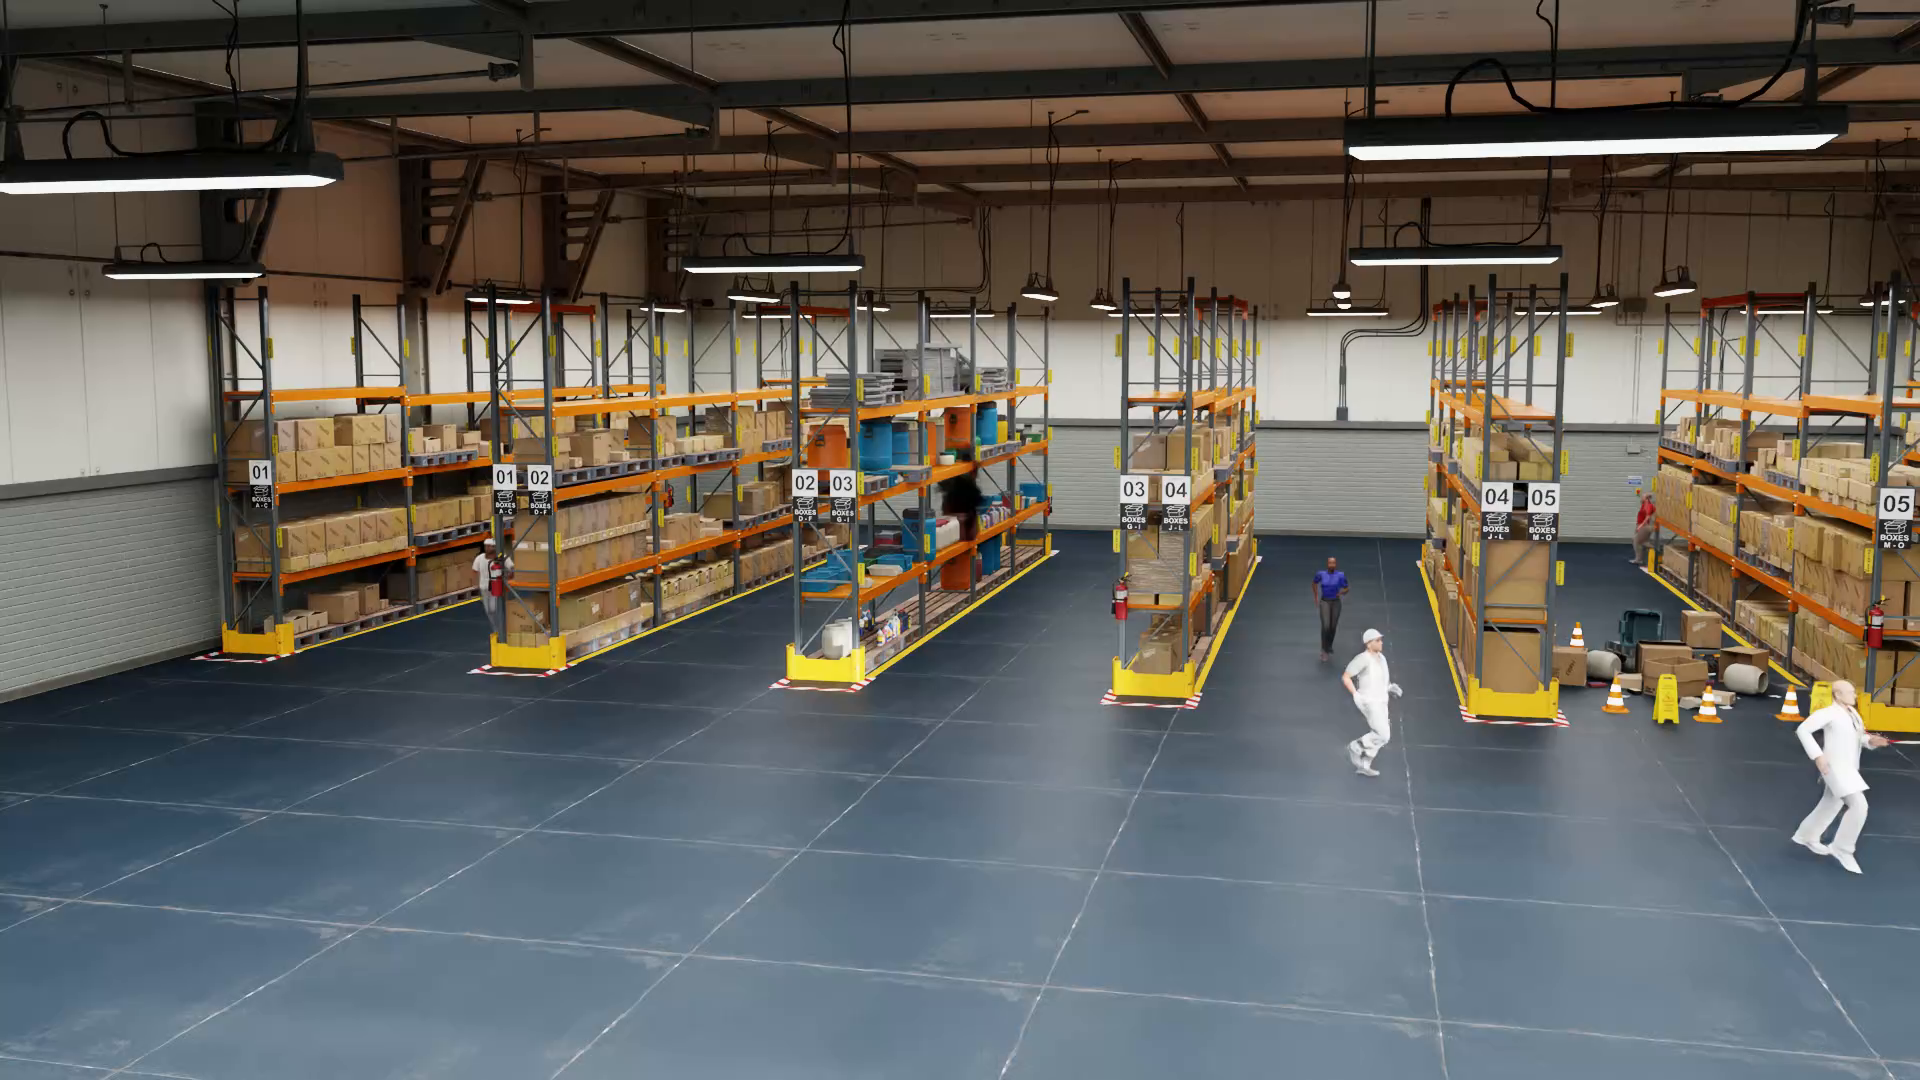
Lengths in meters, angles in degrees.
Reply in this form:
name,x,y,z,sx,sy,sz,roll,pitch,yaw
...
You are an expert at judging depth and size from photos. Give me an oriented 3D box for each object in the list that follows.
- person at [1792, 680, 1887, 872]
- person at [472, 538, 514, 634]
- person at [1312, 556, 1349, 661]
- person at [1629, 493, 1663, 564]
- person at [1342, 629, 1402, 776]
name,x,y,z,sx,sy,sz,roll,pitch,yaw
person,8.539,2.278,16.161,0.669,1.845,0.828,-6,9,-43
person,-8.124,0.833,28.765,0.694,1.738,0.621,1,7,8
person,6.011,1.108,26.964,0.562,1.717,0.757,0,7,3
person,15.947,-0.264,38.620,0.717,1.670,0.732,3,7,27
person,4.854,1.908,19.424,0.651,1.738,0.583,-6,9,-44
